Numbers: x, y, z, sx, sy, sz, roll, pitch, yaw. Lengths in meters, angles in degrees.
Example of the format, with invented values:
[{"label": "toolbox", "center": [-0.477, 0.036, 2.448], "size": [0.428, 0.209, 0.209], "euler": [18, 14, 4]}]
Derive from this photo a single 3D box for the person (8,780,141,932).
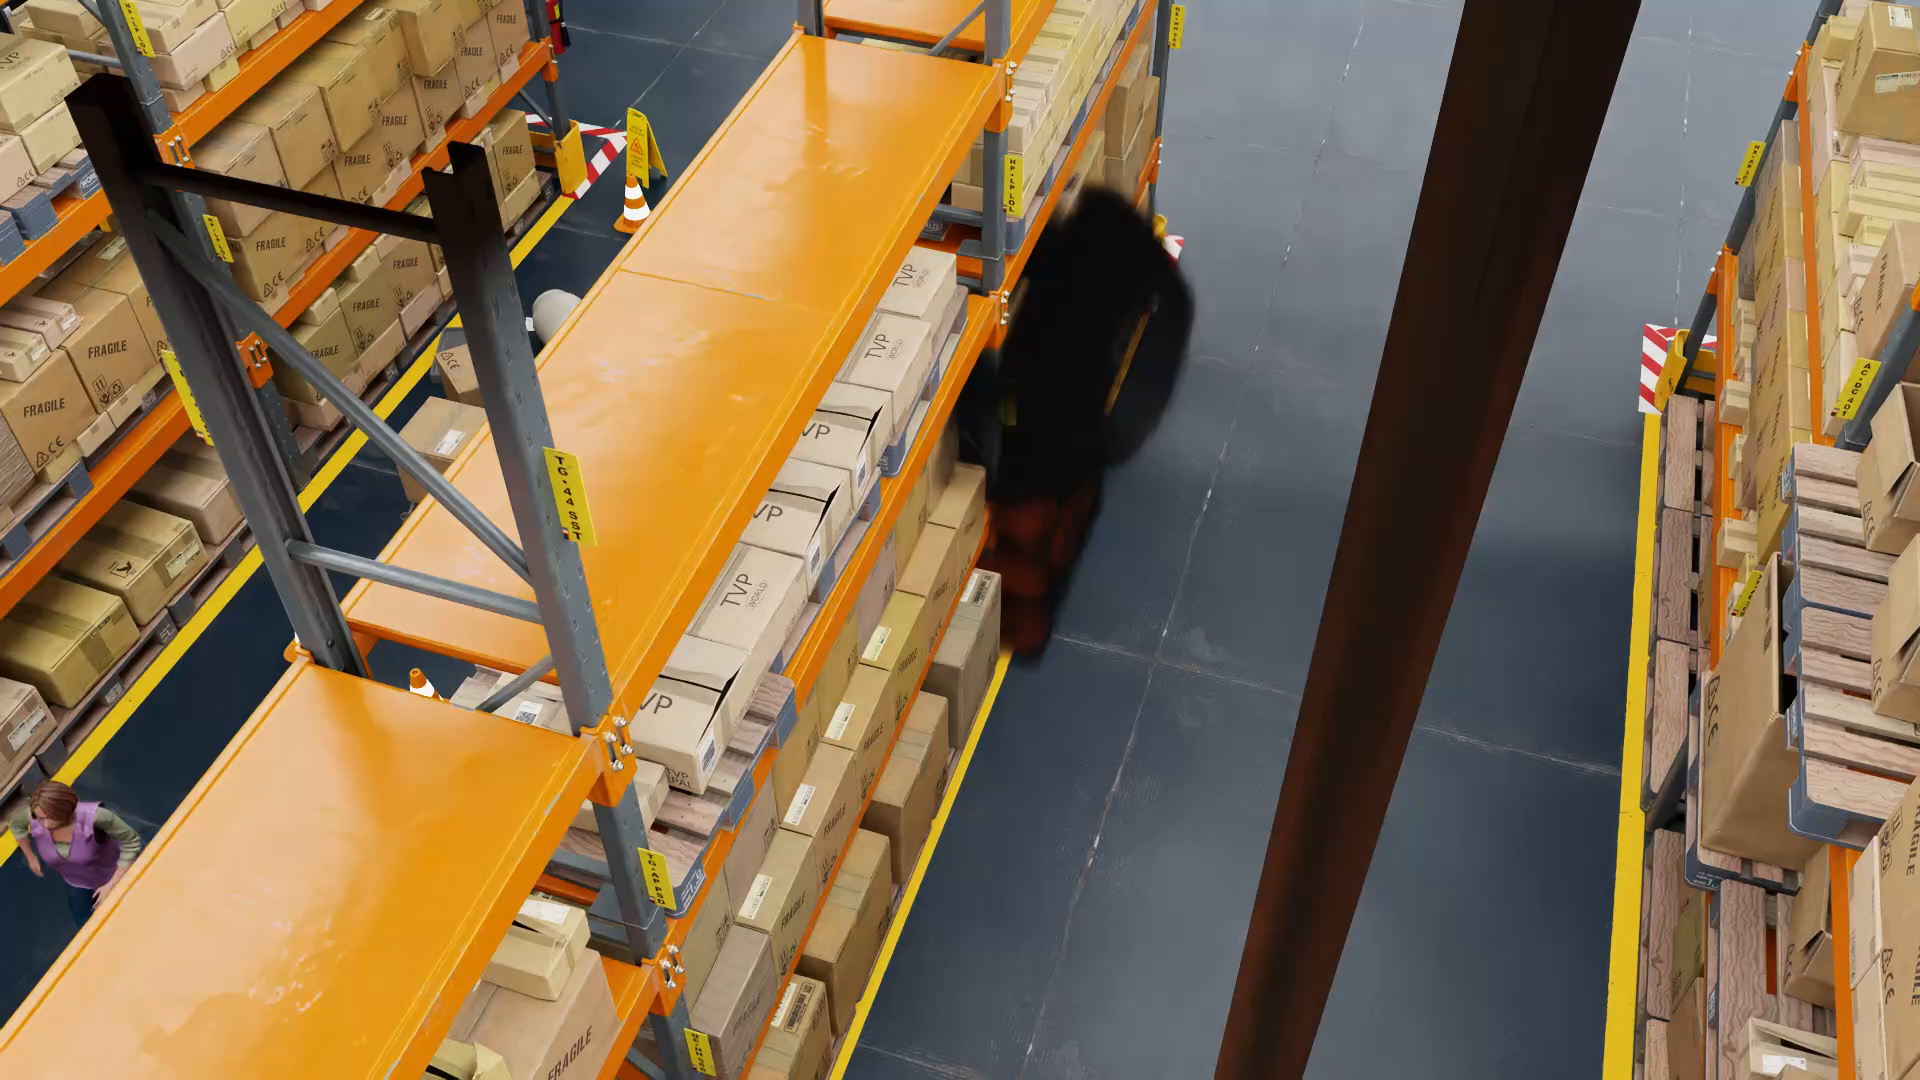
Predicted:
[{"label": "person", "center": [-4.382, 1.663, 8.421], "size": [0.623, 1.553, 0.546], "euler": [-1, 46, -1]}]
